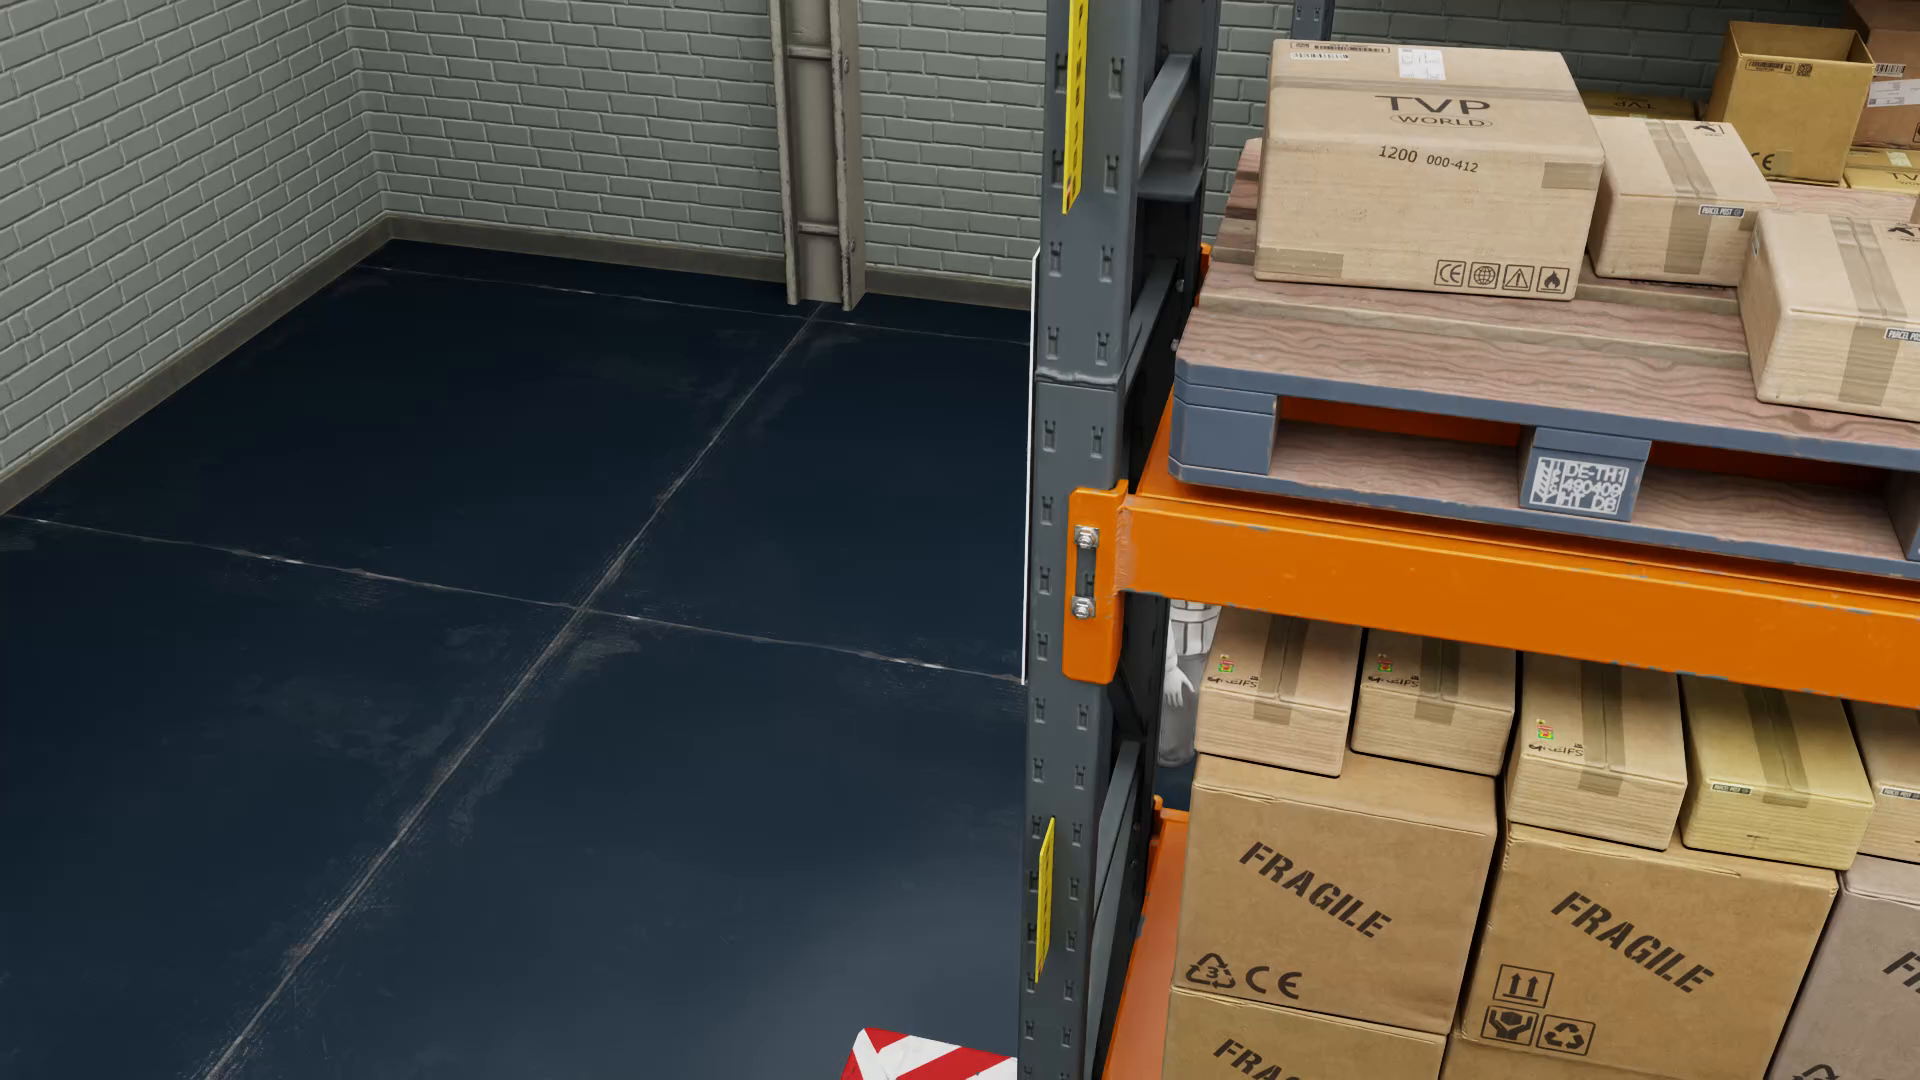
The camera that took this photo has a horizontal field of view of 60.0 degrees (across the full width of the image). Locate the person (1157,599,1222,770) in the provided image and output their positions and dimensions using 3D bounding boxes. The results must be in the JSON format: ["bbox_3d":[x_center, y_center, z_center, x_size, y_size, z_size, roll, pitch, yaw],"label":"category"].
[{"bbox_3d":[0.805,0.334,5.598,0.502,1.661,0.745,-26,41,-34],"label":"person"}]
